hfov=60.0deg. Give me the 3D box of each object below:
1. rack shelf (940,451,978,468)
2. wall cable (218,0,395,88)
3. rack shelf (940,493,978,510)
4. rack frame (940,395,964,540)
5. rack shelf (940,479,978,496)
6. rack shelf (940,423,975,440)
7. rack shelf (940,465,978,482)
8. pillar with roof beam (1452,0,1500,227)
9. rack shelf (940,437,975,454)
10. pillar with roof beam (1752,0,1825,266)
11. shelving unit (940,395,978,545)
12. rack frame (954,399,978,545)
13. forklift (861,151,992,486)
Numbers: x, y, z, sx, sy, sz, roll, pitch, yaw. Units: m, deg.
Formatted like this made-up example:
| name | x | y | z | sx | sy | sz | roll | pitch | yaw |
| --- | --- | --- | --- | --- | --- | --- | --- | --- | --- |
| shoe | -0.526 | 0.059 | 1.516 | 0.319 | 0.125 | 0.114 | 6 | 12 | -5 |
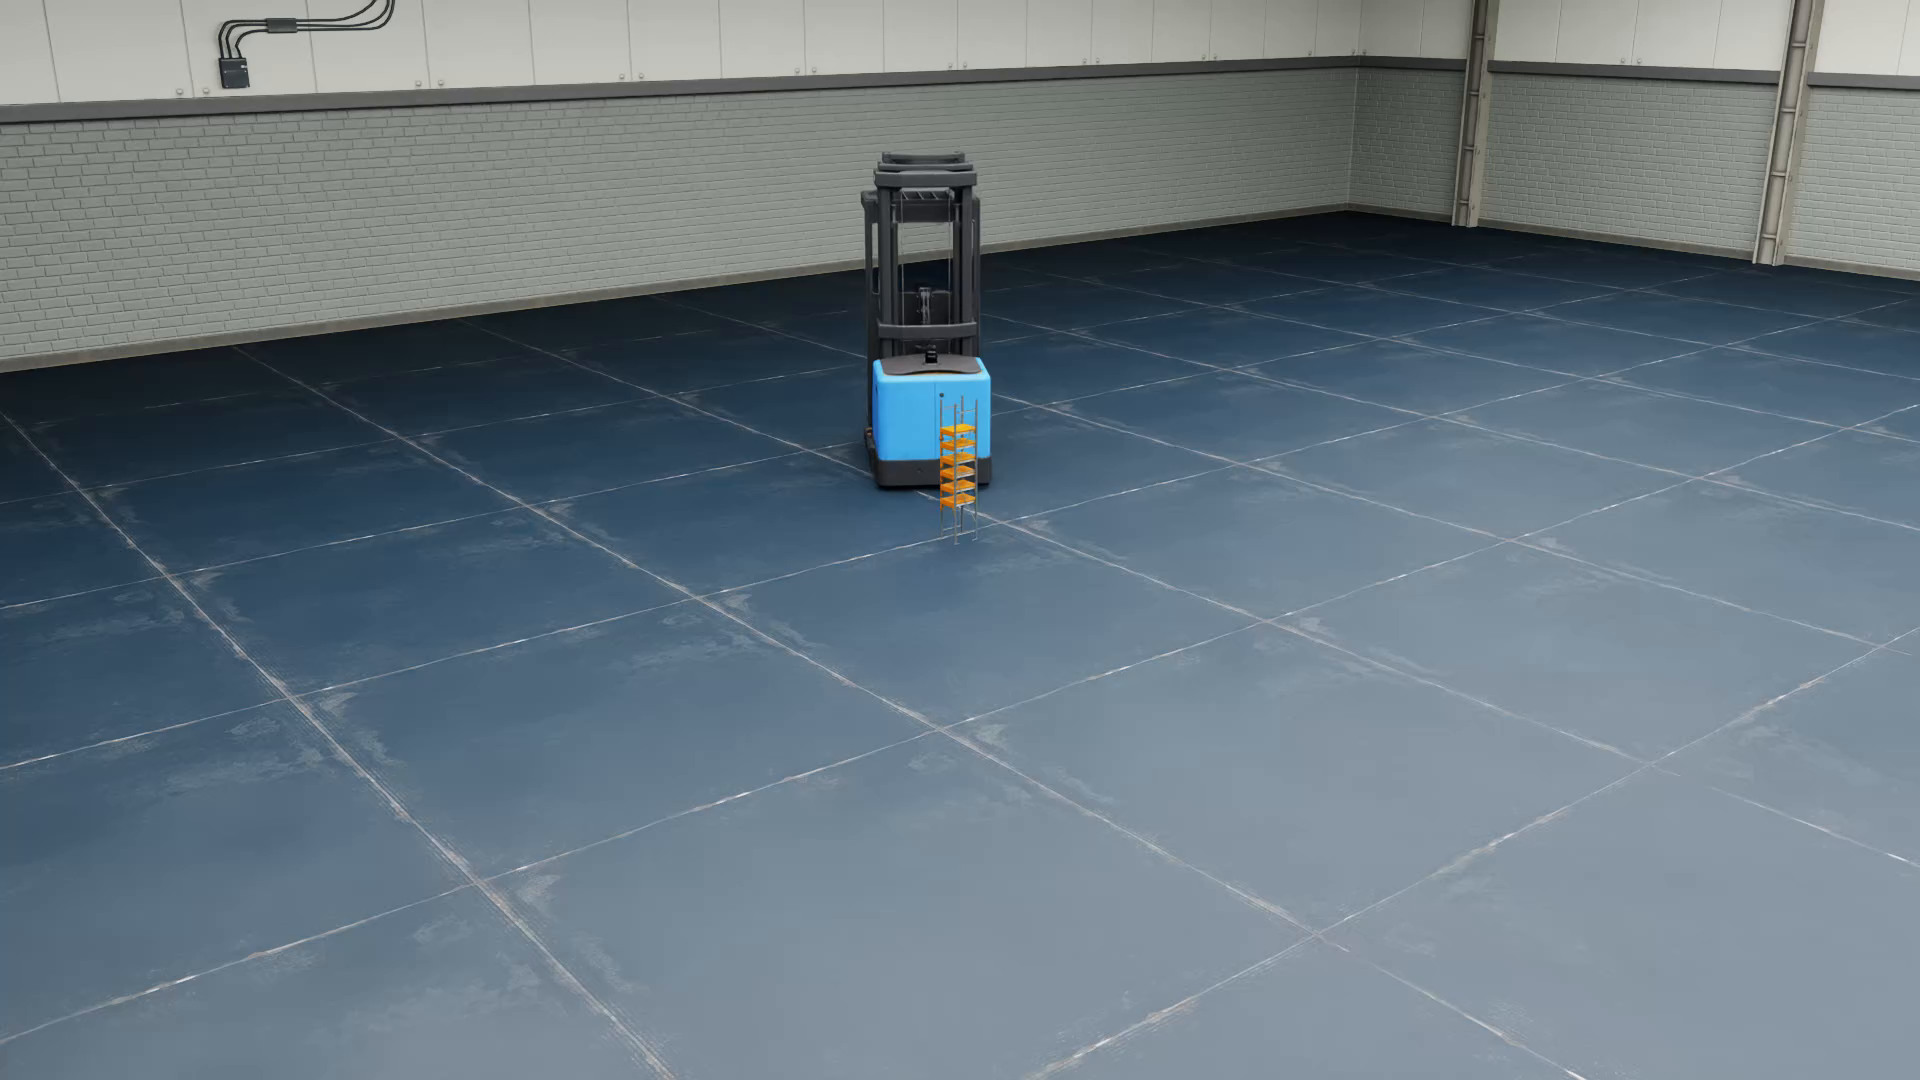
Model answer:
| name | x | y | z | sx | sy | sz | roll | pitch | yaw |
| --- | --- | --- | --- | --- | --- | --- | --- | --- | --- |
| rack shelf | -0.009 | -0.645 | 13.661 | 0.258 | 0.103 | 0.180 | -14 | 23 | -36 |
| wall cable | -8.225 | -8.681 | 20.354 | 2.305 | 6.003 | 0.169 | -14 | 23 | -36 |
| rack shelf | -0.009 | -0.303 | 13.774 | 0.258 | 0.103 | 0.180 | -14 | 23 | -36 |
| rack frame | -0.066 | -0.596 | 13.753 | 0.240 | 1.200 | 0.006 | -14 | 23 | -36 |
| rack shelf | -0.009 | -0.417 | 13.736 | 0.258 | 0.103 | 0.180 | -14 | 23 | -36 |
| rack shelf | -0.009 | -0.873 | 13.585 | 0.258 | 0.103 | 0.180 | -14 | 23 | -36 |
| rack shelf | -0.009 | -0.531 | 13.699 | 0.258 | 0.103 | 0.180 | -14 | 23 | -36 |
| pillar with roof beam | 6.433 | -9.542 | 28.363 | 9.100 | 9.000 | 0.400 | -14 | 23 | -36 |
| rack shelf | -0.009 | -0.759 | 13.623 | 0.258 | 0.103 | 0.180 | -14 | 23 | -36 |
| pillar with roof beam | 10.159 | -8.063 | 23.898 | 9.100 | 9.000 | 0.400 | -14 | 23 | -36 |
| shelving unit | -0.009 | -0.573 | 13.685 | 0.258 | 1.200 | 0.189 | -14 | 23 | -36 |
| rack frame | 0.048 | -0.551 | 13.617 | 0.240 | 1.200 | 0.006 | -14 | 23 | -36 |
| forklift | -0.380 | -2.300 | 16.144 | 1.130 | 2.935 | 3.031 | -2 | 18 | -6 |
